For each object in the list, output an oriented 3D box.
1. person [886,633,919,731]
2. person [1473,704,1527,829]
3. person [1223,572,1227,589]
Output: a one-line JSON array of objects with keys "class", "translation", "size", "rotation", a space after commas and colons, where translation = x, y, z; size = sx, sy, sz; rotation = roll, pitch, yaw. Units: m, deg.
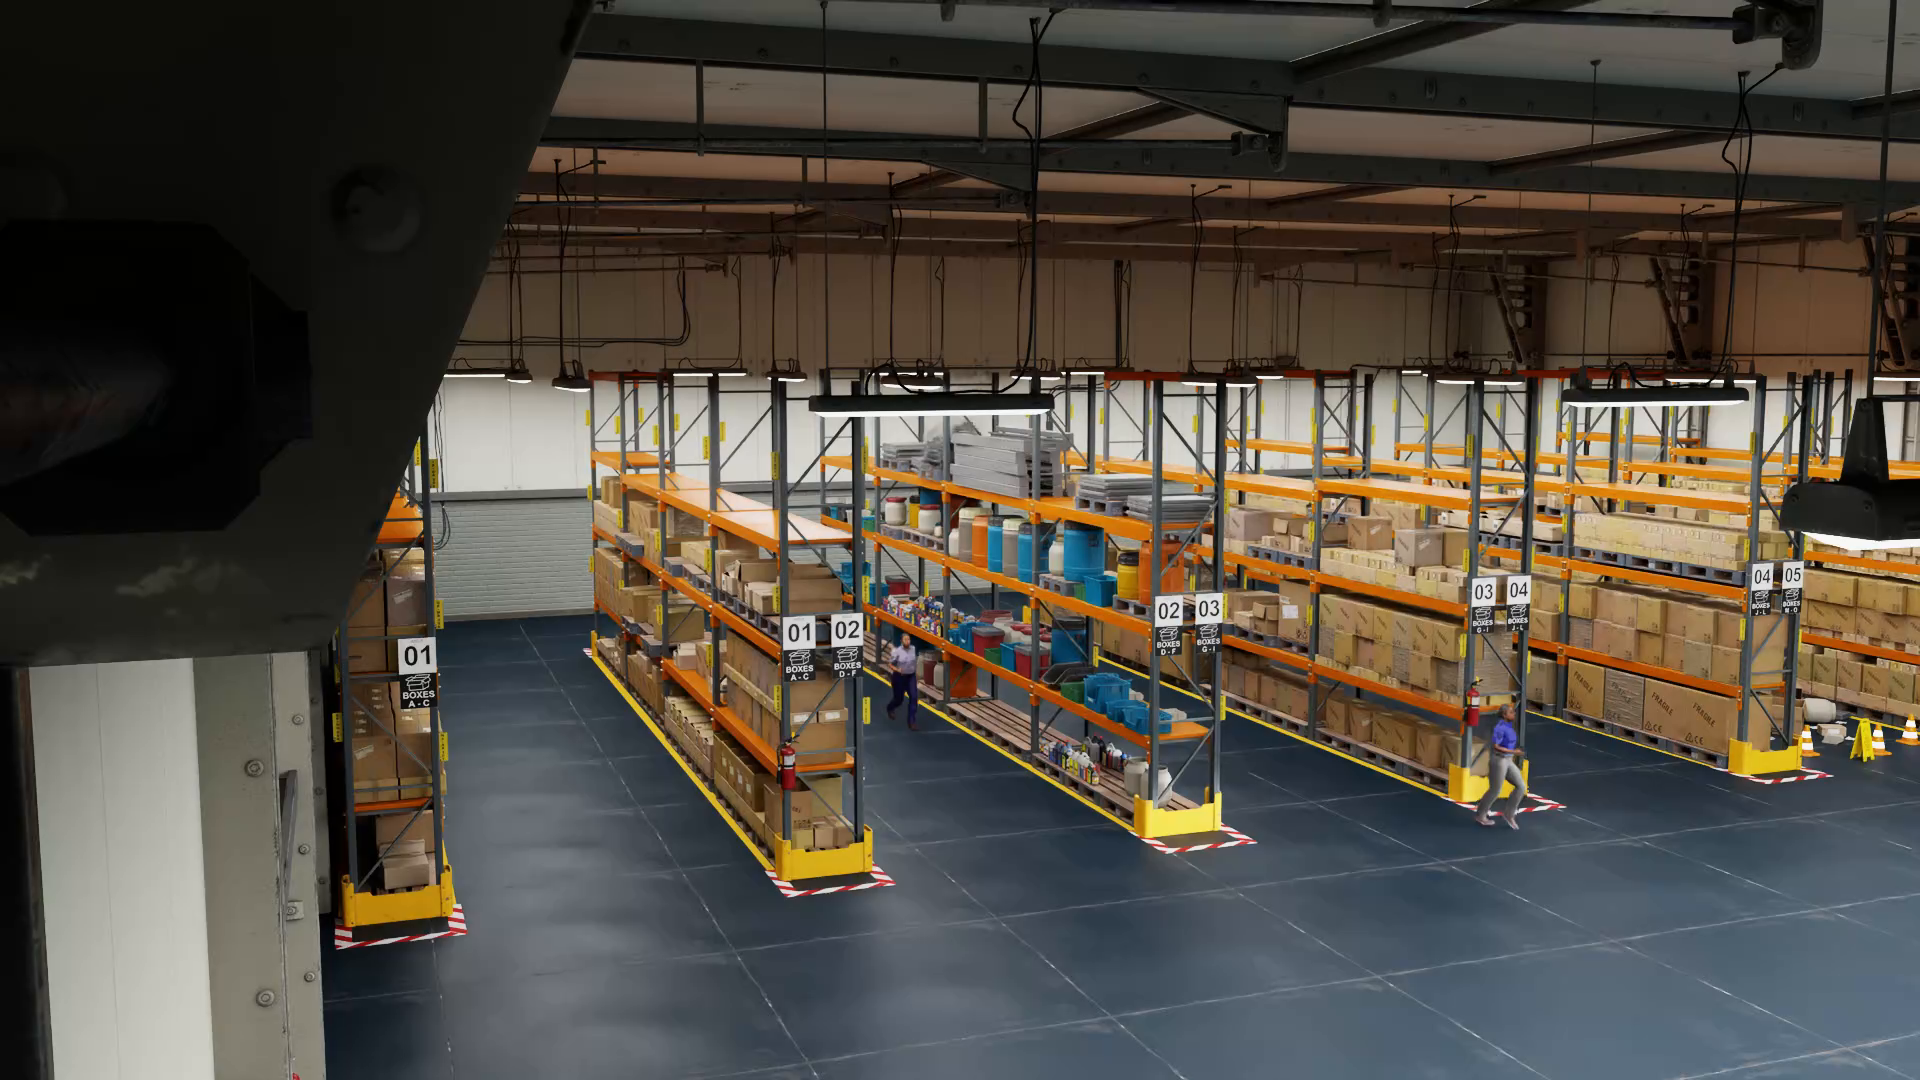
[{"class": "person", "translation": [-0.967, 2.370, 28.286], "size": [0.592, 1.638, 0.886], "rotation": [-3, 7, -26]}, {"class": "person", "translation": [7.292, 3.053, 22.297], "size": [0.657, 1.695, 0.610], "rotation": [5, 8, 39]}, {"class": "person", "translation": [5.792, 1.286, 37.731], "size": [0.650, 1.680, 0.596], "rotation": [-3, 7, -22]}]
